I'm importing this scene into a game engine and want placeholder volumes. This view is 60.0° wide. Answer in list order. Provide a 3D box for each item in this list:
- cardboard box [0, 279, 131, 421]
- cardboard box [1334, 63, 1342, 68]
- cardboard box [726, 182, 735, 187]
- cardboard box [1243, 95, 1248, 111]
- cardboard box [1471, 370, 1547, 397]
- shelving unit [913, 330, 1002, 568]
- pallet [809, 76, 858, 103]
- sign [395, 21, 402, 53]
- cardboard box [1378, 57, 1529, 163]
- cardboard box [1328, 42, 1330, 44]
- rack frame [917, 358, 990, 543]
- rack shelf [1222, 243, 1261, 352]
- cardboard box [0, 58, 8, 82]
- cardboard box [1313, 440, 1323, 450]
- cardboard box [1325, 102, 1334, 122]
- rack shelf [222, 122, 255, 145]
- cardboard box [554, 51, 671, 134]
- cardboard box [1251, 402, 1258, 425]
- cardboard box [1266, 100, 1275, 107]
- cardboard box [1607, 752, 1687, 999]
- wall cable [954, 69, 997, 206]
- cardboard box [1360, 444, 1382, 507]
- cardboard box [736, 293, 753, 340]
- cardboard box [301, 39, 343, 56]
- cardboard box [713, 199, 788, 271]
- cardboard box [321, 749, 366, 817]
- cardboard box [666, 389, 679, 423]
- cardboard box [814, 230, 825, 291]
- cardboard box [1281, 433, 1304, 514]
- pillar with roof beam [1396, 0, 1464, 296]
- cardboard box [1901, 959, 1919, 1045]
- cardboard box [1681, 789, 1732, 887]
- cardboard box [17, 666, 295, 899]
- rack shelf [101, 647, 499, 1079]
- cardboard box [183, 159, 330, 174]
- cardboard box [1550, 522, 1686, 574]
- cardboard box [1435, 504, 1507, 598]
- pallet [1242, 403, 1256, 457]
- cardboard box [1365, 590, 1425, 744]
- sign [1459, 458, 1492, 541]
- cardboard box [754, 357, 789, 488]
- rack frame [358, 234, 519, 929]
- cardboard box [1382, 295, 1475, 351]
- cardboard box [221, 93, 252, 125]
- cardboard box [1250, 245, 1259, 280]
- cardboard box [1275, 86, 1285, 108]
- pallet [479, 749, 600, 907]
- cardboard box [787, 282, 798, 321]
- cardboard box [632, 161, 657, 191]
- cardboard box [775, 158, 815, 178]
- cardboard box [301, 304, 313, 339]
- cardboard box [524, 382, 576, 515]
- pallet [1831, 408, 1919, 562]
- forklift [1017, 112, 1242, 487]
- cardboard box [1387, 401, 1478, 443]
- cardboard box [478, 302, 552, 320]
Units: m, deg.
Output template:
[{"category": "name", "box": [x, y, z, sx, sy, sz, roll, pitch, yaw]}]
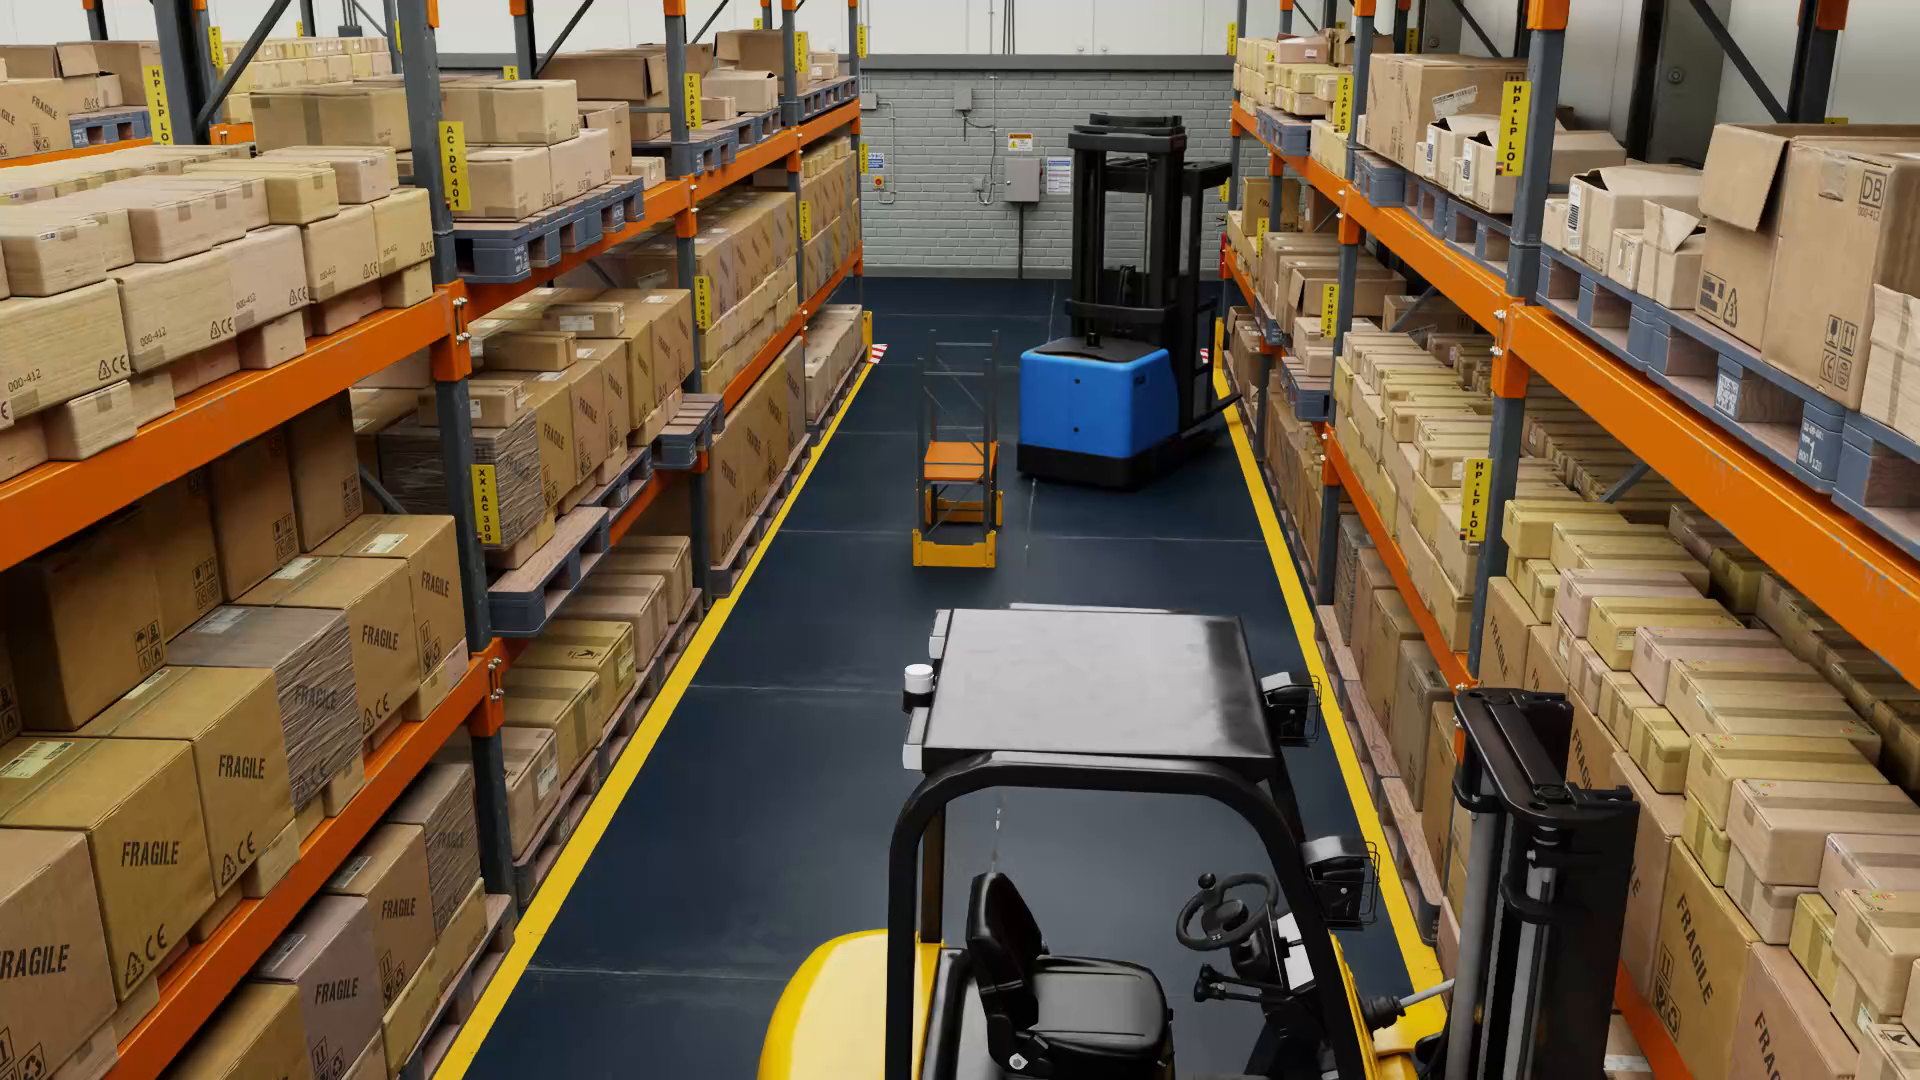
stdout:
[{"category": "cardboard box", "box": [-2.367, -0.461, 3.959, 0.500, 0.250, 0.500, 2, 18, 6]}, {"category": "cardboard box", "box": [3.179, -3.714, 13.214, 0.380, 0.149, 0.250, 1, 18, 3]}, {"category": "cardboard box", "box": [-2.162, -3.159, 14.437, 0.380, 0.149, 0.250, 1, 18, 3]}, {"category": "cardboard box", "box": [2.956, -4.252, 16.168, 0.380, 0.149, 0.250, 1, 18, 4]}, {"category": "cardboard box", "box": [2.945, -0.803, 8.855, 0.380, 0.149, 0.250, 1, 18, 4]}, {"category": "shelving unit", "box": [-0.005, -0.689, 12.117, 0.587, 1.500, 1.083, 1, 18, 4]}, {"category": "pallet", "box": [-1.623, -4.620, 17.030, 1.003, 0.211, 1.213, 1, 18, 4]}, {"category": "sign", "box": [-5.973, -5.374, 17.767, 0.100, 0.325, 0.005, 1, 18, 4]}, {"category": "cardboard box", "box": [2.566, -2.215, 8.551, 0.700, 0.500, 0.500, 1, 18, 3]}, {"category": "cardboard box", "box": [3.490, -4.470, 15.390, 0.500, 0.250, 0.500, 1, 18, 4]}, {"category": "rack frame", "box": [-0.043, -0.528, 11.627, 0.500, 1.500, 0.032, 1, 18, 4]}, {"category": "rack shelf", "box": [3.228, -2.395, 16.069, 1.077, 0.370, 4.000, 1, 18, 4]}, {"category": "cardboard box", "box": [-6.778, -3.258, 11.342, 0.396, 0.266, 0.258, 1, 18, 4]}, {"category": "cardboard box", "box": [2.696, -0.599, 11.733, 0.380, 0.149, 0.250, 2, 18, 6]}, {"category": "cardboard box", "box": [2.701, -2.931, 11.335, 0.380, 0.149, 0.250, 2, 18, 6]}, {"category": "rack shelf", "box": [-6.668, -4.009, 16.178, 1.077, 0.370, 4.000, 1, 18, 4]}, {"category": "cardboard box", "box": [-2.272, -2.967, 11.008, 0.700, 0.500, 0.500, 0, 18, 1]}, {"category": "cardboard box", "box": [2.831, -1.140, 14.988, 0.380, 0.149, 0.250, 1, 18, 2]}, {"category": "cardboard box", "box": [2.869, -3.766, 14.046, 0.500, 0.250, 0.500, 1, 18, 4]}, {"category": "cardboard box", "box": [2.105, 0.929, 4.610, 0.500, 0.500, 0.500, 1, 18, 4]}, {"category": "wall cable", "box": [0.216, -5.674, 23.290, 0.588, 1.984, 0.122, 1, 18, 4]}, {"category": "cardboard box", "box": [2.451, -0.353, 8.924, 0.500, 0.250, 0.500, 1, 18, 2]}, {"category": "cardboard box", "box": [-1.785, -1.616, 11.975, 0.500, 0.250, 0.500, 1, 18, 4]}, {"category": "cardboard box", "box": [-6.378, -4.902, 16.546, 0.380, 0.149, 0.250, 1, 18, 3]}, {"category": "cardboard box", "box": [-1.678, -2.442, 13.293, 0.500, 0.500, 0.500, 2, 18, 5]}, {"category": "cardboard box", "box": [-2.229, 0.801, 5.564, 0.380, 0.149, 0.250, 1, 18, 3]}, {"category": "cardboard box", "box": [-1.863, -0.792, 9.751, 0.380, 0.149, 0.250, 1, 18, 3]}, {"category": "cardboard box", "box": [-1.532, -2.569, 15.284, 0.500, 0.500, 0.500, 1, 18, 4]}, {"category": "cardboard box", "box": [2.713, -0.500, 12.473, 0.500, 0.500, 0.500, 1, 18, 2]}, {"category": "pillar with roof beam", "box": [-0.261, -5.258, 14.019, 9.100, 9.000, 0.400, 1, 18, 4]}, {"category": "cardboard box", "box": [2.026, 0.921, 3.114, 0.380, 0.149, 0.250, 1, 18, 4]}, {"category": "cardboard box", "box": [2.037, 0.743, 4.136, 0.380, 0.149, 0.250, 1, 18, 4]}, {"category": "cardboard box", "box": [-2.319, 0.695, 4.847, 0.500, 0.500, 0.500, 1, 18, 3]}, {"category": "rack shelf", "box": [-2.584, 1.223, 5.030, 1.077, 0.370, 4.000, 1, 18, 4]}, {"category": "cardboard box", "box": [-2.295, -1.161, 5.454, 0.380, 0.149, 0.250, 2, 18, 5]}, {"category": "cardboard box", "box": [2.281, 0.048, 5.779, 0.380, 0.149, 0.250, 2, 18, 5]}, {"category": "cardboard box", "box": [2.291, 0.045, 6.907, 0.500, 0.250, 0.500, 1, 18, 3]}, {"category": "pallet", "box": [3.135, -1.003, 15.147, 1.003, 0.211, 1.213, 1, 18, 4]}, {"category": "cardboard box", "box": [2.652, 0.662, 8.726, 0.875, 0.625, 0.625, 1, 18, 2]}, {"category": "sign", "box": [1.969, -0.152, 6.339, 0.100, 0.325, 0.005, 1, 18, 4]}, {"category": "cardboard box", "box": [-1.889, -0.940, 13.212, 0.875, 0.875, 0.875, 2, 18, 6]}, {"category": "rack frame", "box": [-2.440, 0.260, 6.813, 1.000, 3.000, 0.127, 1, 18, 4]}, {"category": "cardboard box", "box": [2.990, -1.276, 10.666, 0.500, 0.500, 0.500, 2, 18, 7]}, {"category": "cardboard box", "box": [-6.515, -3.796, 14.615, 0.500, 0.250, 0.500, 2, 18, 7]}, {"category": "cardboard box", "box": [2.899, -2.505, 15.014, 0.500, 0.250, 0.500, 1, 18, 4]}, {"category": "cardboard box", "box": [2.589, -3.347, 12.573, 0.380, 0.149, 0.250, 2, 18, 5]}, {"category": "pallet", "box": [-2.386, 1.343, 7.986, 1.003, 0.211, 1.213, 1, 18, 4]}, {"category": "cardboard box", "box": [-1.648, -2.009, 13.977, 0.500, 0.250, 0.500, 1, 18, 3]}, {"category": "cardboard box", "box": [-1.976, -2.109, 9.628, 0.380, 0.149, 0.250, 1, 18, 4]}, {"category": "cardboard box", "box": [-1.528, -3.384, 15.126, 0.380, 0.149, 0.250, 1, 18, 4]}, {"category": "cardboard box", "box": [-2.324, -0.707, 5.351, 0.380, 0.149, 0.250, 1, 18, 2]}, {"category": "cardboard box", "box": [-2.085, -0.424, 7.586, 0.500, 0.500, 0.500, 1, 18, 4]}, {"category": "pallet", "box": [2.301, 0.009, 2.902, 1.003, 0.211, 1.213, 1, 18, 4]}, {"category": "forklift", "box": [1.660, -2.232, 14.526, 1.130, 2.935, 3.031, 10, 21, 29]}, {"category": "cardboard box", "box": [2.318, -0.579, 8.171, 0.380, 0.149, 0.250, 1, 18, 2]}, {"category": "cardboard box", "box": [-2.447, -1.074, 9.572, 0.500, 0.500, 0.500, 2, 18, 7]}]
